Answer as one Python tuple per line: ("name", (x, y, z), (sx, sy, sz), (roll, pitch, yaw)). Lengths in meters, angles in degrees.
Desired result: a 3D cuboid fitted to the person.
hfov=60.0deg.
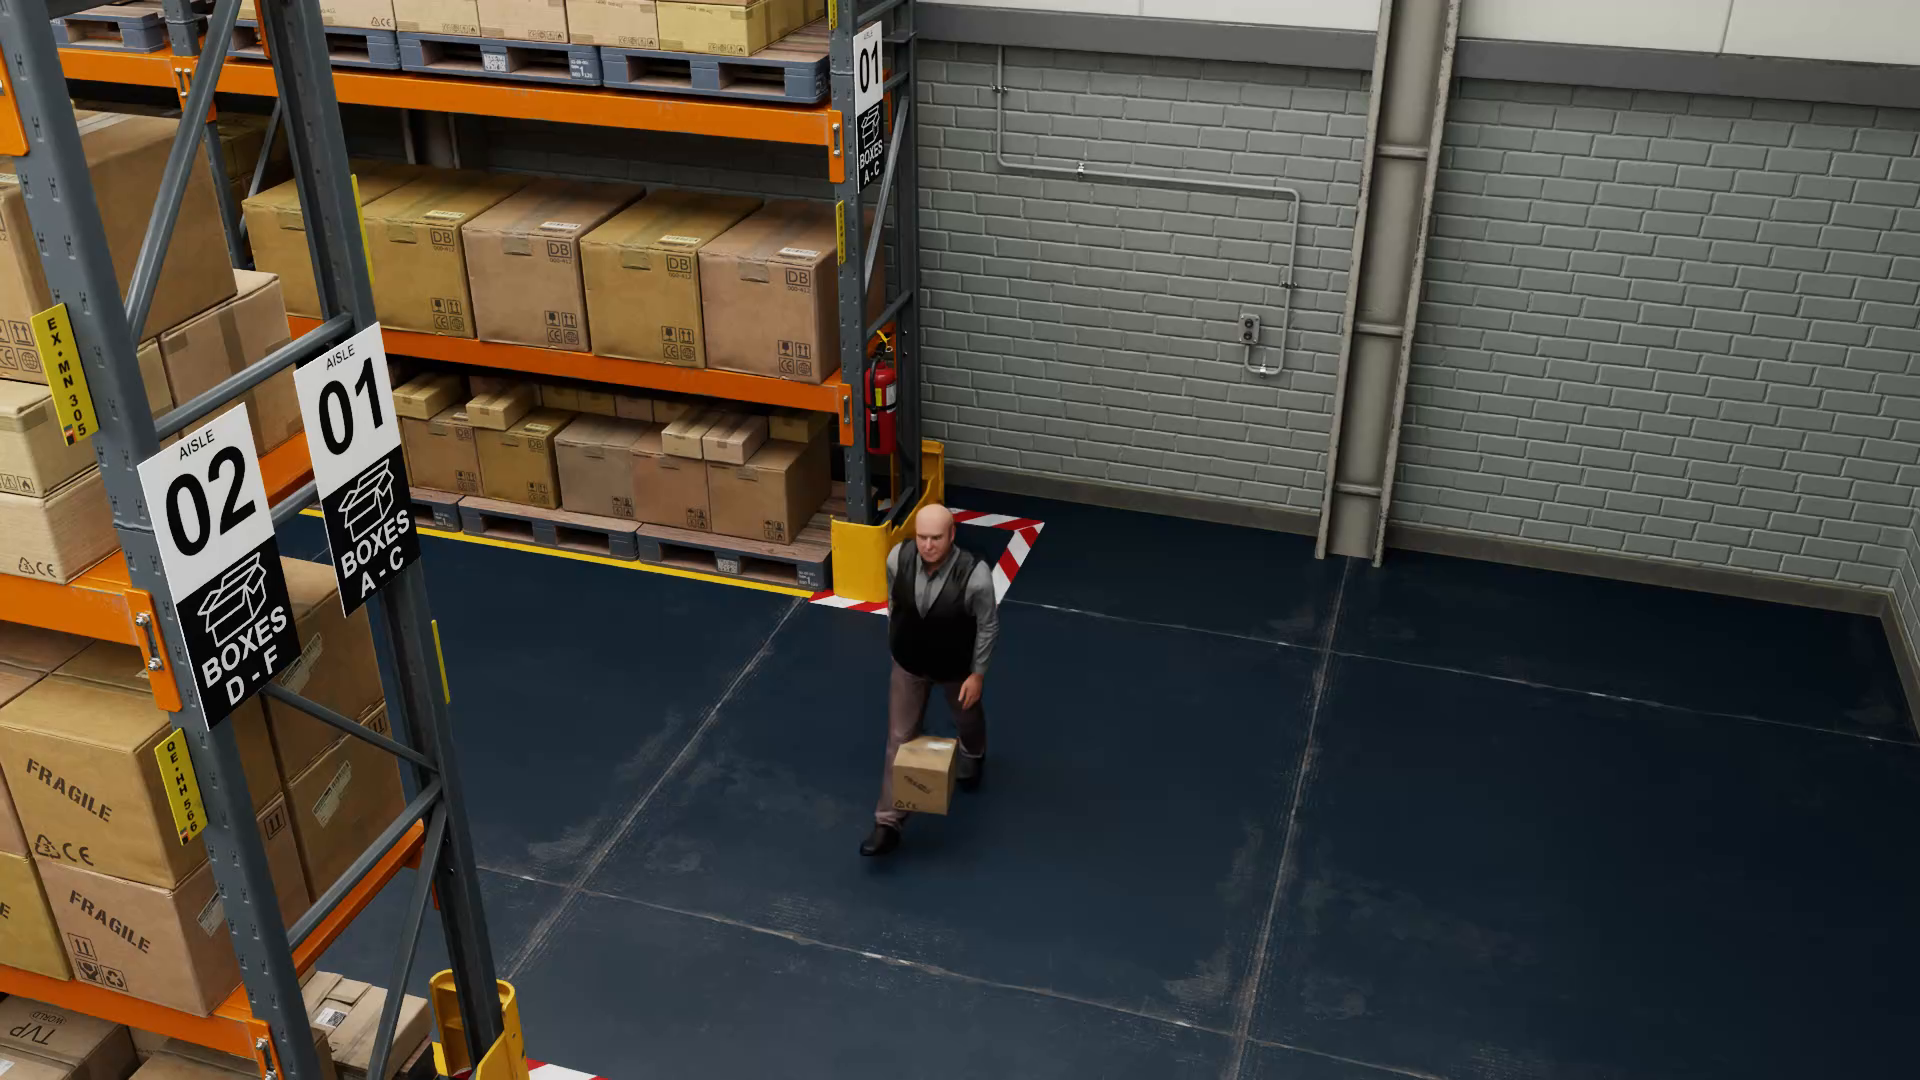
("person", (-0.100, 0.577, 7.502), (0.547, 1.652, 1.067), (8, 30, 14))
